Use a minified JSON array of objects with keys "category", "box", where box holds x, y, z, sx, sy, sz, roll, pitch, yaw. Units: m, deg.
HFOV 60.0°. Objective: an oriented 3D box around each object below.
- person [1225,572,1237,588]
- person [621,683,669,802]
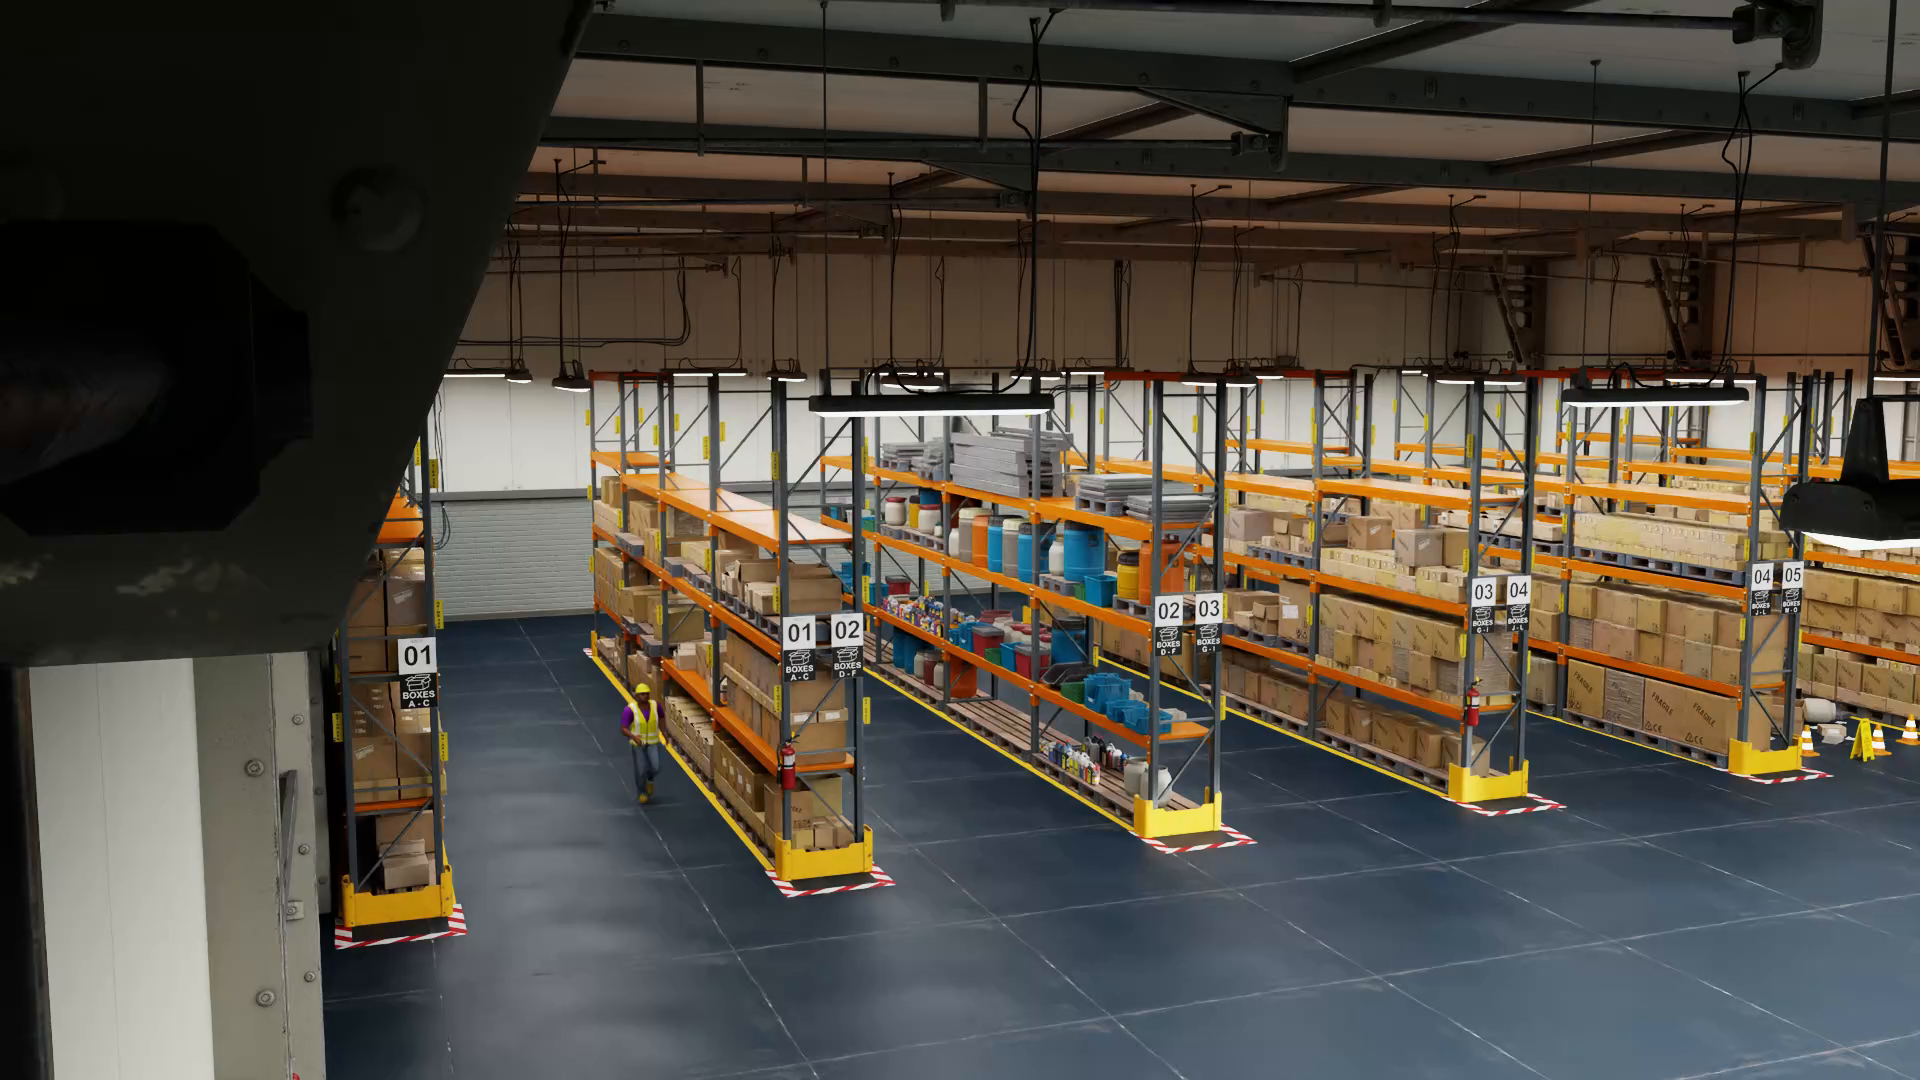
[{"category":"person","box":[6.773,0.881,41.402,0.678,1.717,0.663,1,6,7]},{"category":"person","box":[-4.419,2.864,23.411,0.688,1.714,0.639,-3,7,-26]}]
